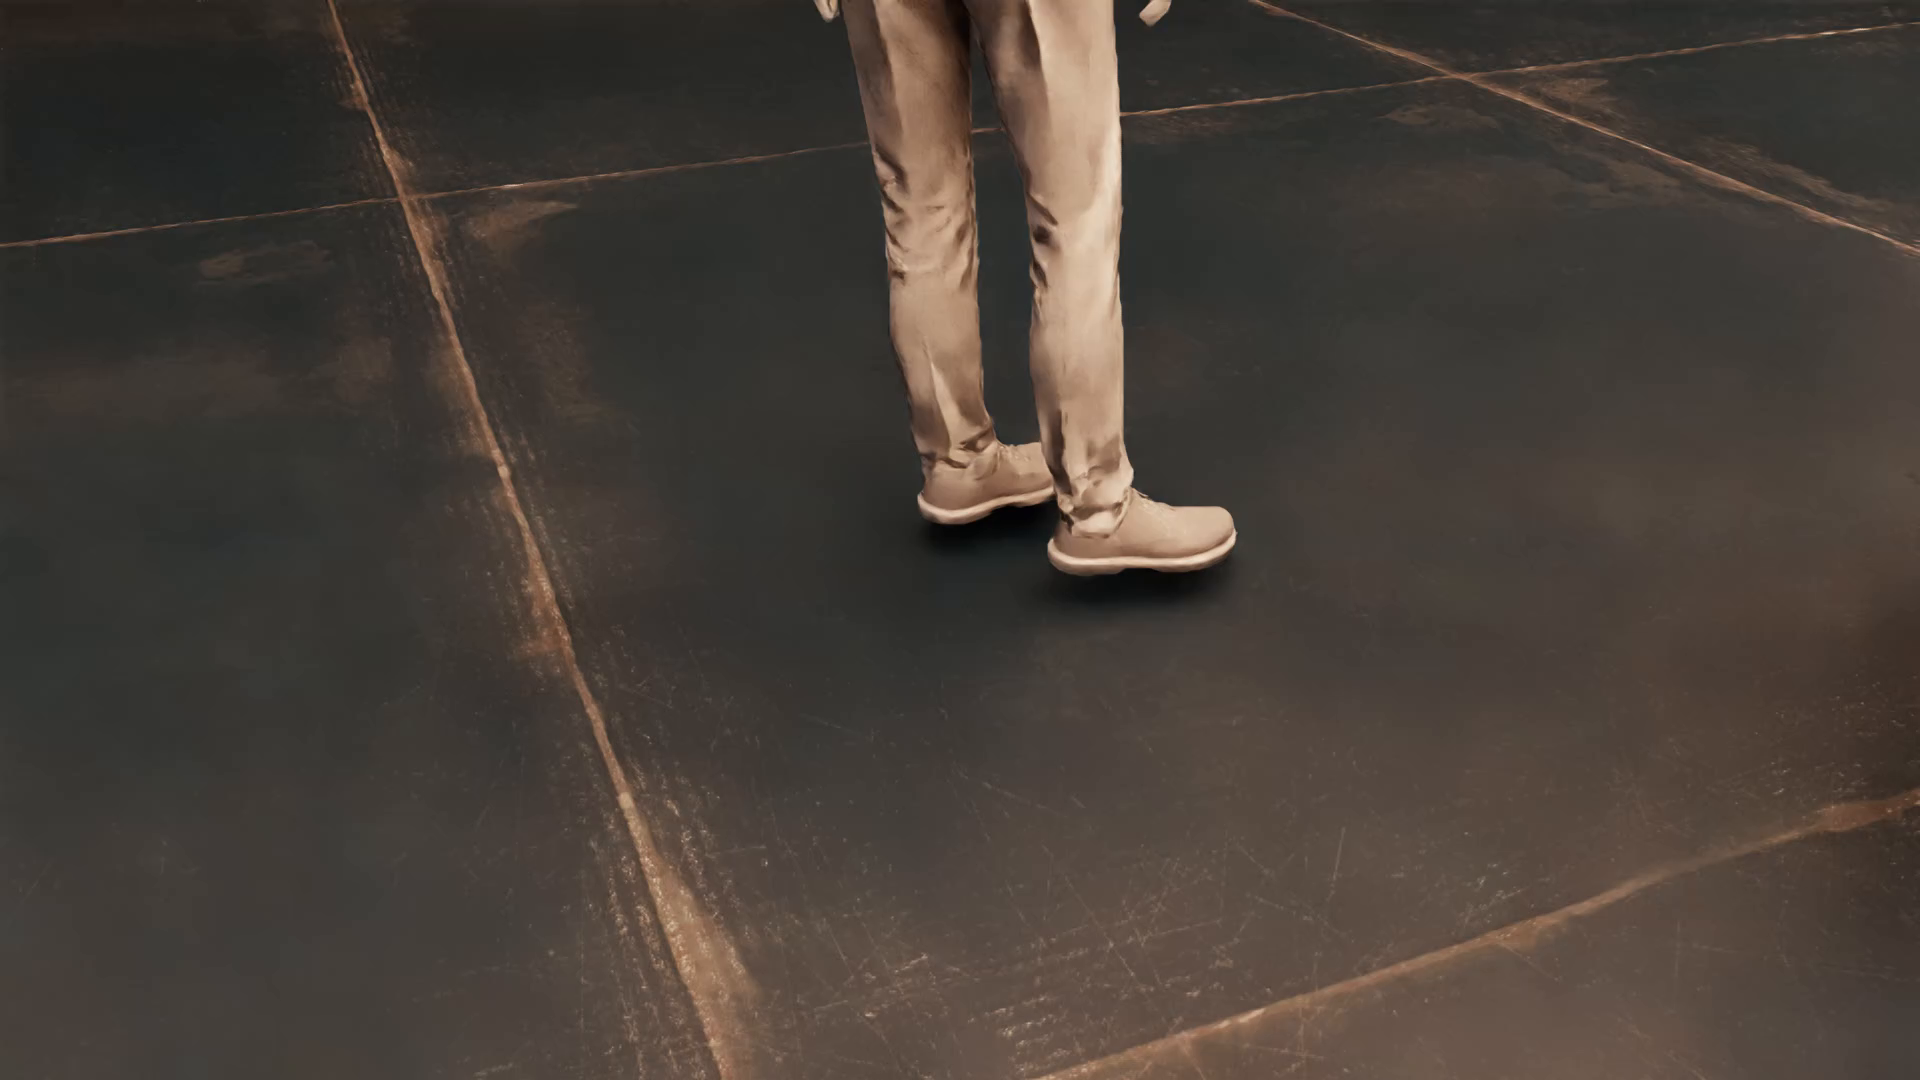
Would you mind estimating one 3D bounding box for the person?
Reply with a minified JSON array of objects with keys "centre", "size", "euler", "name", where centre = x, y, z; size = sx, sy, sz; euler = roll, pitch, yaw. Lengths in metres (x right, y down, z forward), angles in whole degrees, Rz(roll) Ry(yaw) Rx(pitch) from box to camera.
[{"centre":[0.053,-0.767,2.044],"size":[0.700,1.694,0.386],"euler":[12,32,19],"name":"person"}]
